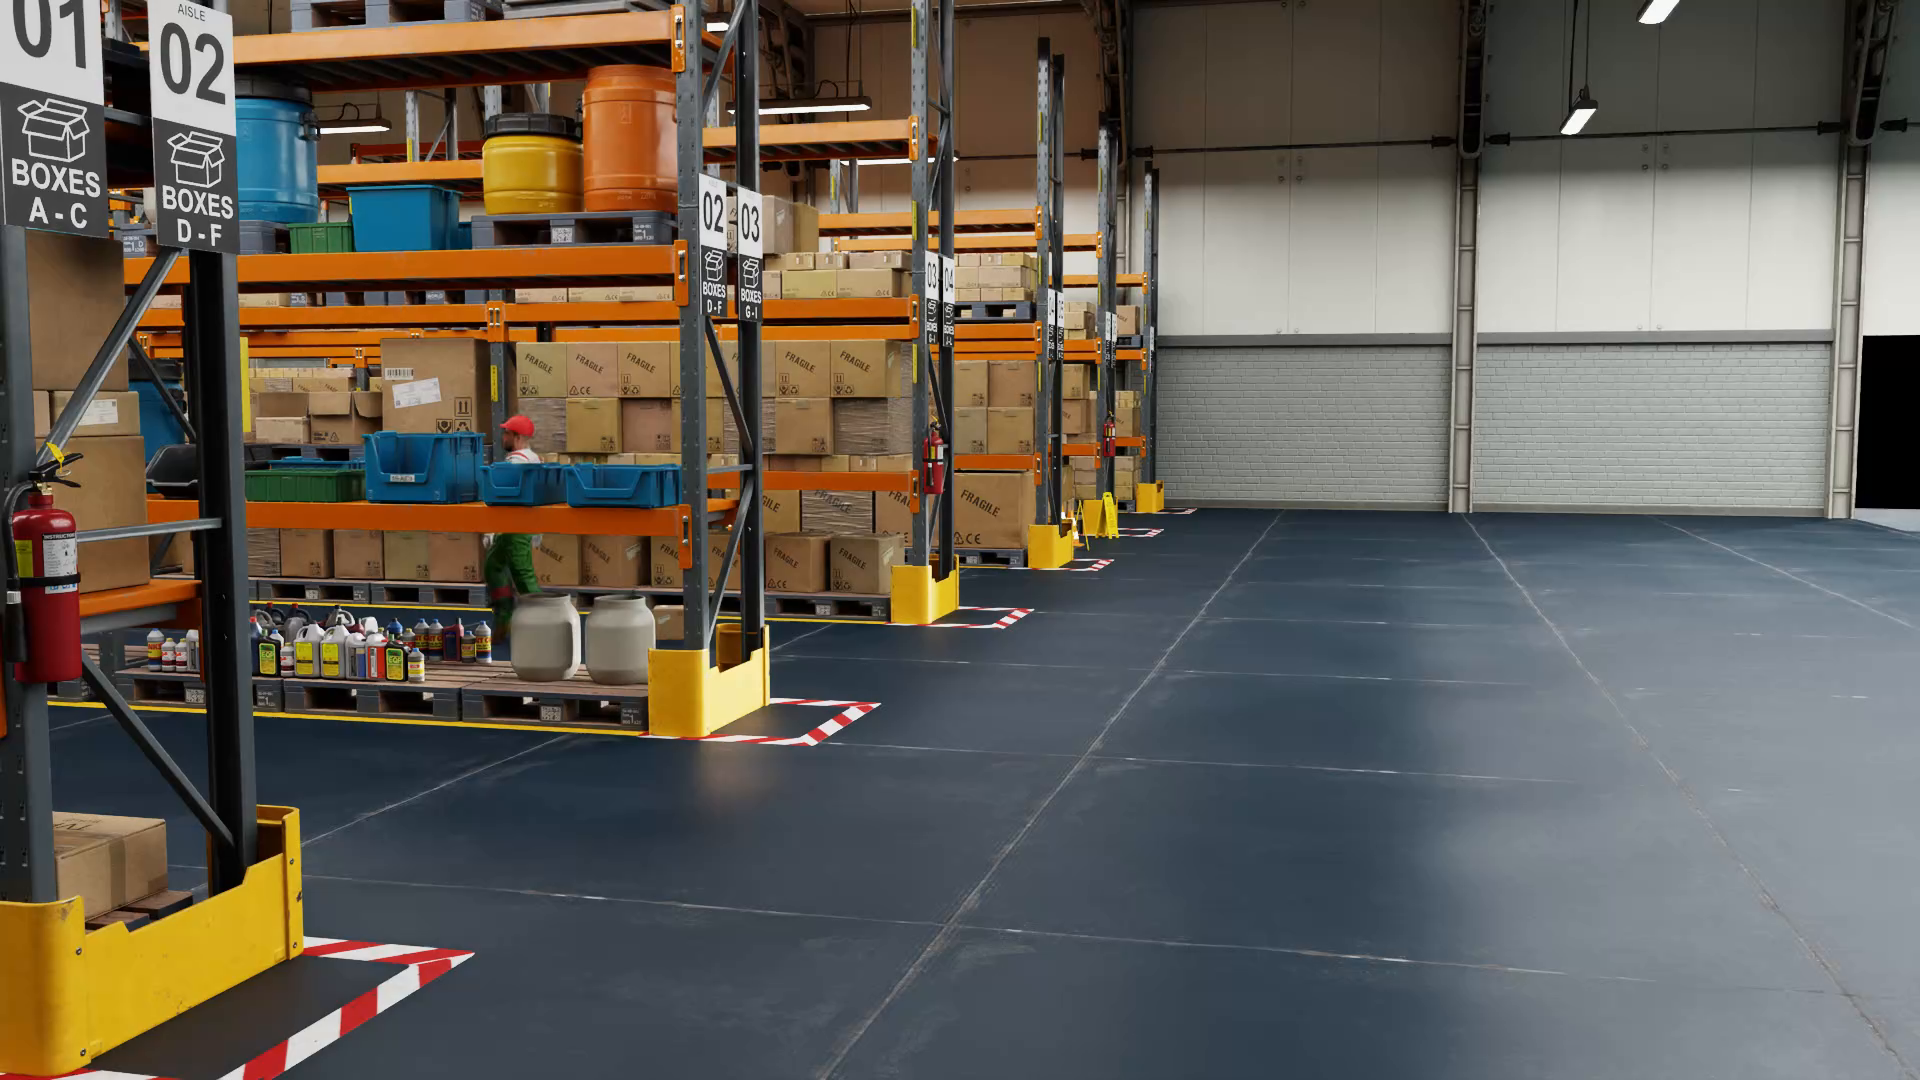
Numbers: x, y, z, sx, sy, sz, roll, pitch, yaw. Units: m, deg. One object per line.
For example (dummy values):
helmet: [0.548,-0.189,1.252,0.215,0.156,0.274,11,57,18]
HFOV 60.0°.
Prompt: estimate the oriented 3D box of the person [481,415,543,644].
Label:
person: [-3.500,-0.059,13.035,0.542,1.837,0.599,0,5,-3]
